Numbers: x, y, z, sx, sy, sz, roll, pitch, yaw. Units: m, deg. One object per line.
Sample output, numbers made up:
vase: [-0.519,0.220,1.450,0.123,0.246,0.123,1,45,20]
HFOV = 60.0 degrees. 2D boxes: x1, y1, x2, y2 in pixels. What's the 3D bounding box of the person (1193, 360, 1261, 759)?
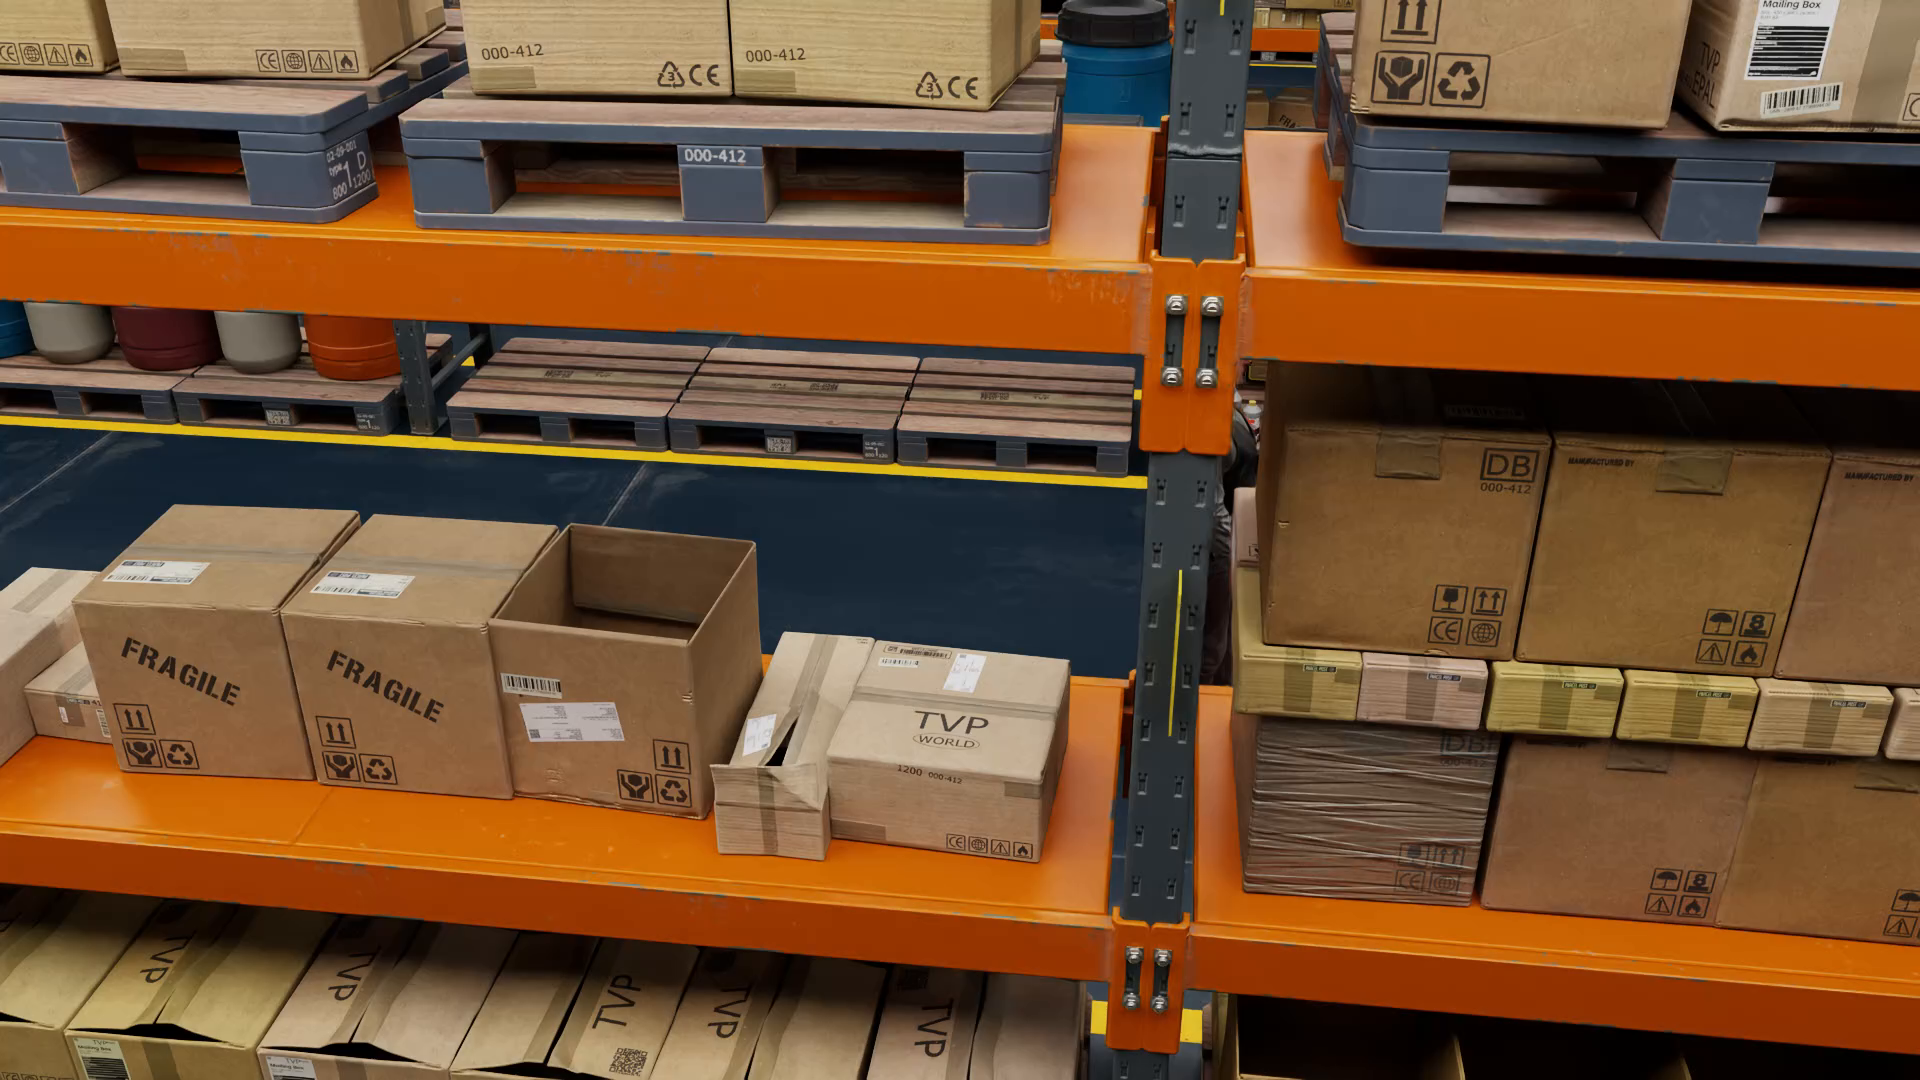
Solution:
person: [0.991,0.047,6.056,0.510,1.754,0.575,5,29,9]
